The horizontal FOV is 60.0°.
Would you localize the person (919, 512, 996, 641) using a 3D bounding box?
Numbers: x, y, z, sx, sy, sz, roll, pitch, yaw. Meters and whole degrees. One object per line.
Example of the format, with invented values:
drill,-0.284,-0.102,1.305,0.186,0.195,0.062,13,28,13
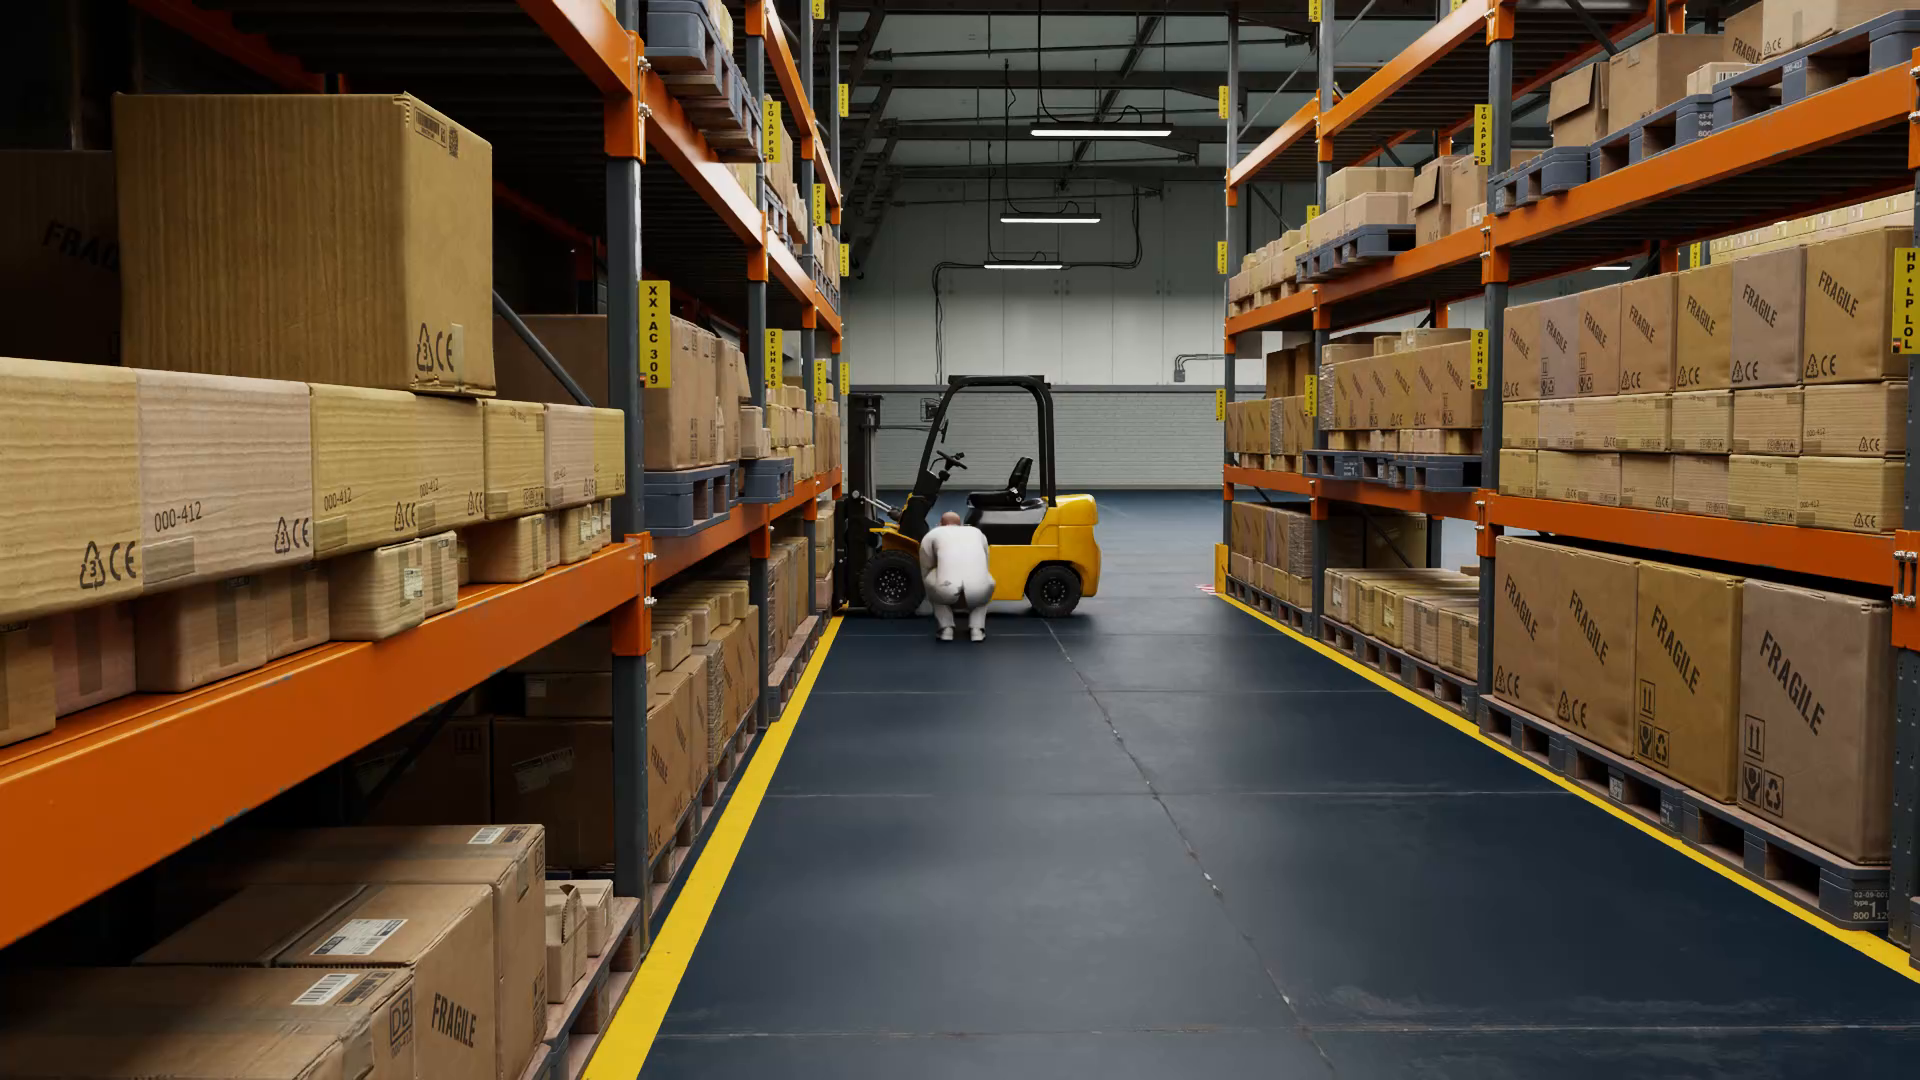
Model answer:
person,-0.021,0.295,13.331,0.613,0.986,0.910,0,4,-1
